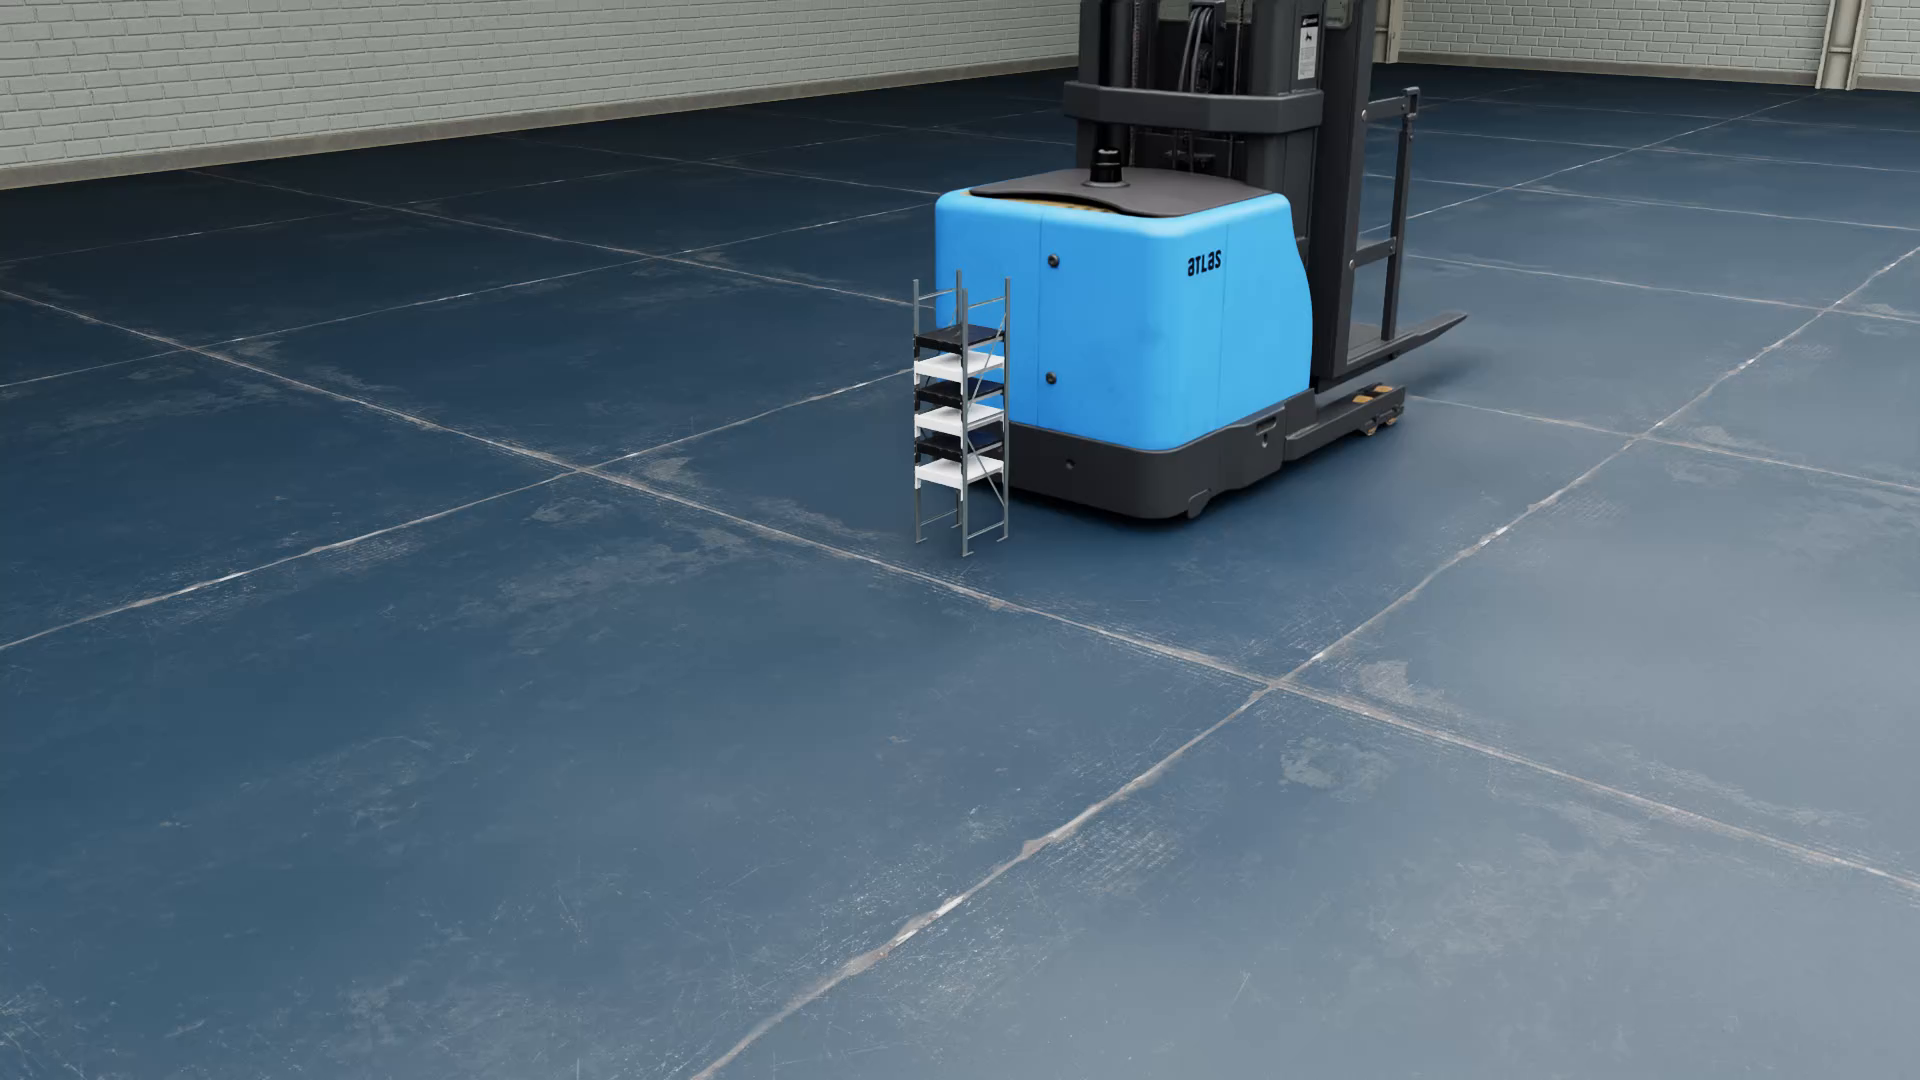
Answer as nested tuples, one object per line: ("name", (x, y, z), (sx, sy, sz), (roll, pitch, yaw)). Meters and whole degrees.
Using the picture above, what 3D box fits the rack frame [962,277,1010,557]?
("rack frame", (0.085, -0.397, 5.444), (0.006, 0.900, 0.240), (16, 26, 36))

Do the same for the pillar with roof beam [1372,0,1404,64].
("pillar with roof beam", (3.308, -9.884, 19.124), (0.400, 9.000, 9.100), (16, 26, 36))

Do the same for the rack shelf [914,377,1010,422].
("rack shelf", (0.006, -0.472, 5.485), (0.200, 0.077, 0.258), (16, 26, 36))

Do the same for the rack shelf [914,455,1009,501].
("rack shelf", (0.006, -0.220, 5.580), (0.200, 0.077, 0.258), (16, 26, 36))

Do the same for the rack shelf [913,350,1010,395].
("rack shelf", (0.006, -0.556, 5.453), (0.200, 0.077, 0.258), (16, 26, 36))

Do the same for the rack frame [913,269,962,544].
("rack frame", (-0.072, -0.442, 5.565), (0.006, 0.900, 0.240), (16, 26, 36))

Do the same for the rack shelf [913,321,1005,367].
("rack shelf", (0.006, -0.641, 5.421), (0.200, 0.077, 0.258), (16, 26, 36))

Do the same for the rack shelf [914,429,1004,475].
("rack shelf", (0.006, -0.304, 5.548), (0.200, 0.077, 0.258), (16, 26, 36))

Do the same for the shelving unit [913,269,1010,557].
("shelving unit", (0.006, -0.419, 5.505), (0.210, 0.900, 0.258), (16, 26, 36))

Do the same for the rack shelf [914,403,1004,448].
("rack shelf", (0.006, -0.388, 5.516), (0.200, 0.077, 0.258), (16, 26, 36))

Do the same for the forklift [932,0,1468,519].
("forklift", (1.205, -1.892, 6.532), (1.130, 2.935, 3.031), (16, 26, 36))

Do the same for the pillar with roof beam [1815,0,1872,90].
("pillar with roof beam", (7.956, -8.545, 15.574), (0.400, 9.000, 9.100), (16, 26, 36))
